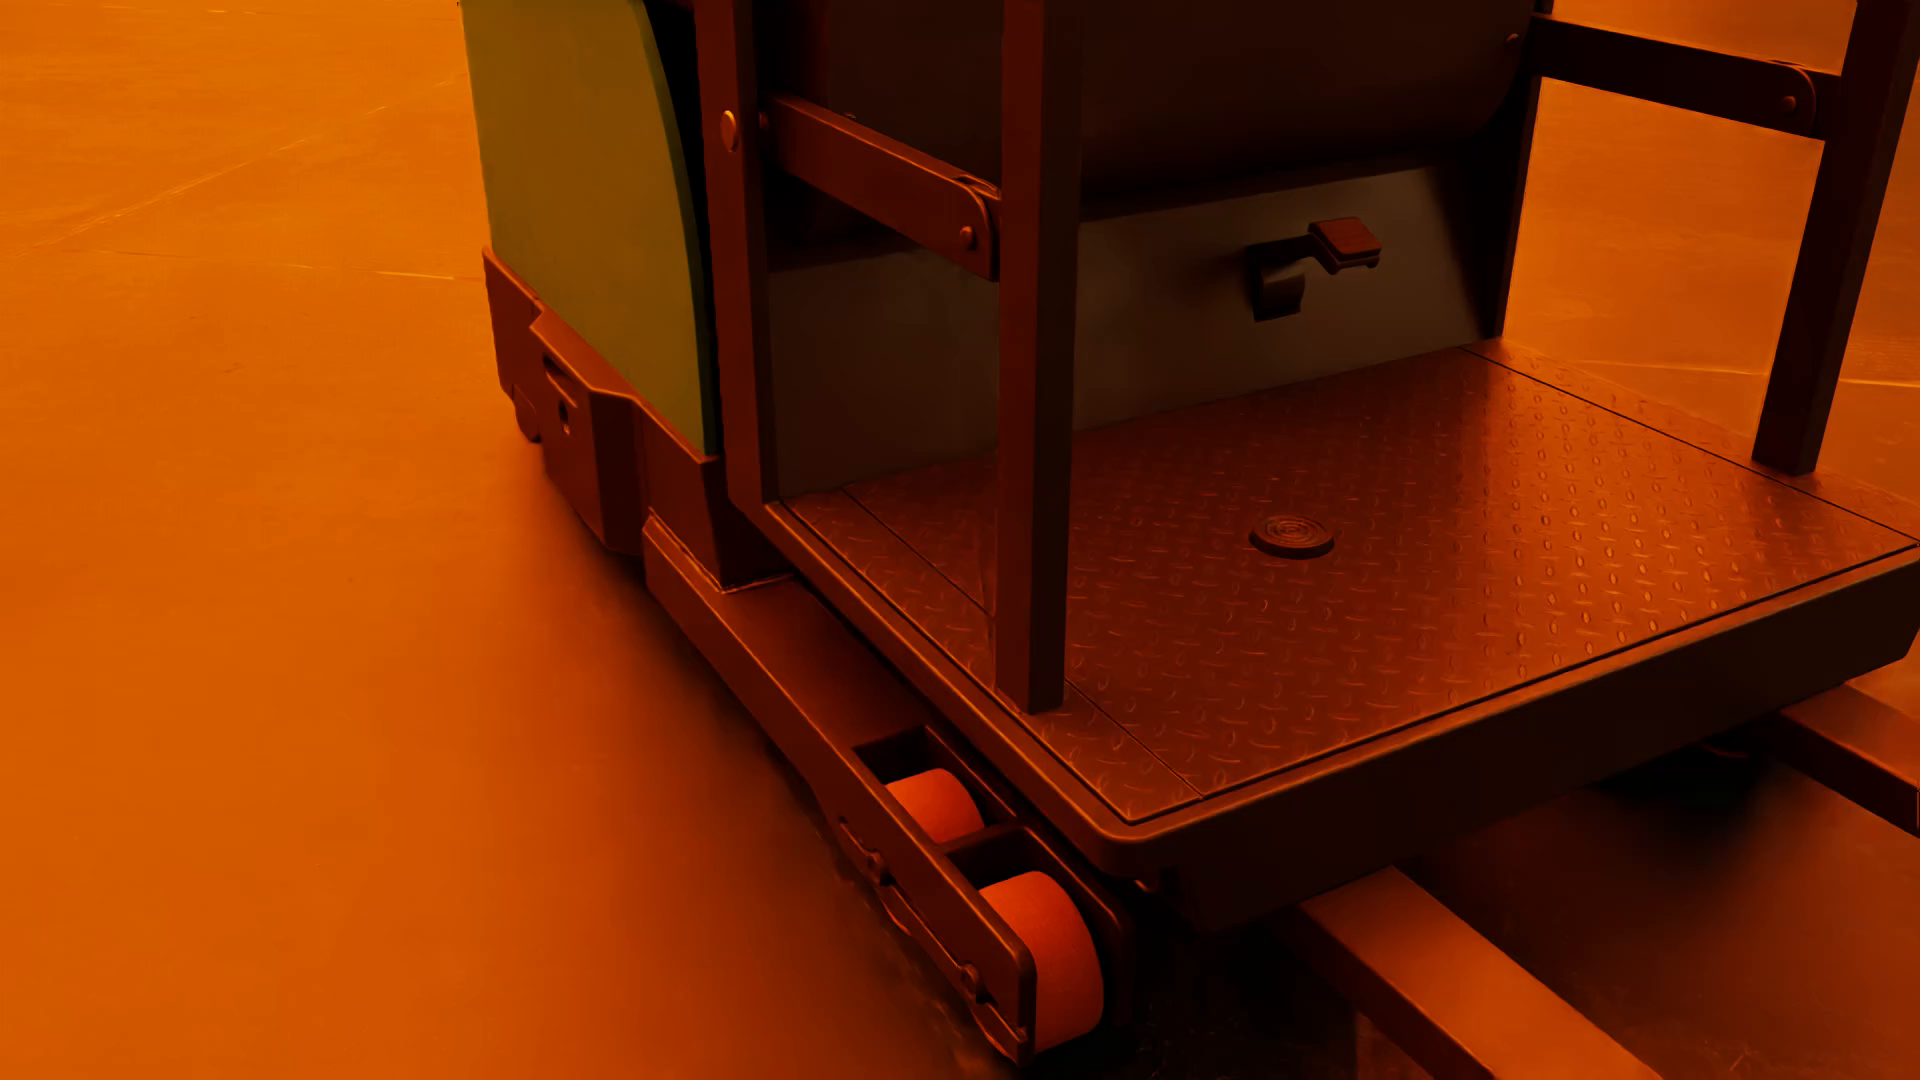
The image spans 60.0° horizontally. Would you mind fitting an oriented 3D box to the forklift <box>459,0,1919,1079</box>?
[{"bbox_3d":[0.360,-1.065,1.356,1.130,2.935,3.031,-14,30,-26],"label":"forklift"}]
